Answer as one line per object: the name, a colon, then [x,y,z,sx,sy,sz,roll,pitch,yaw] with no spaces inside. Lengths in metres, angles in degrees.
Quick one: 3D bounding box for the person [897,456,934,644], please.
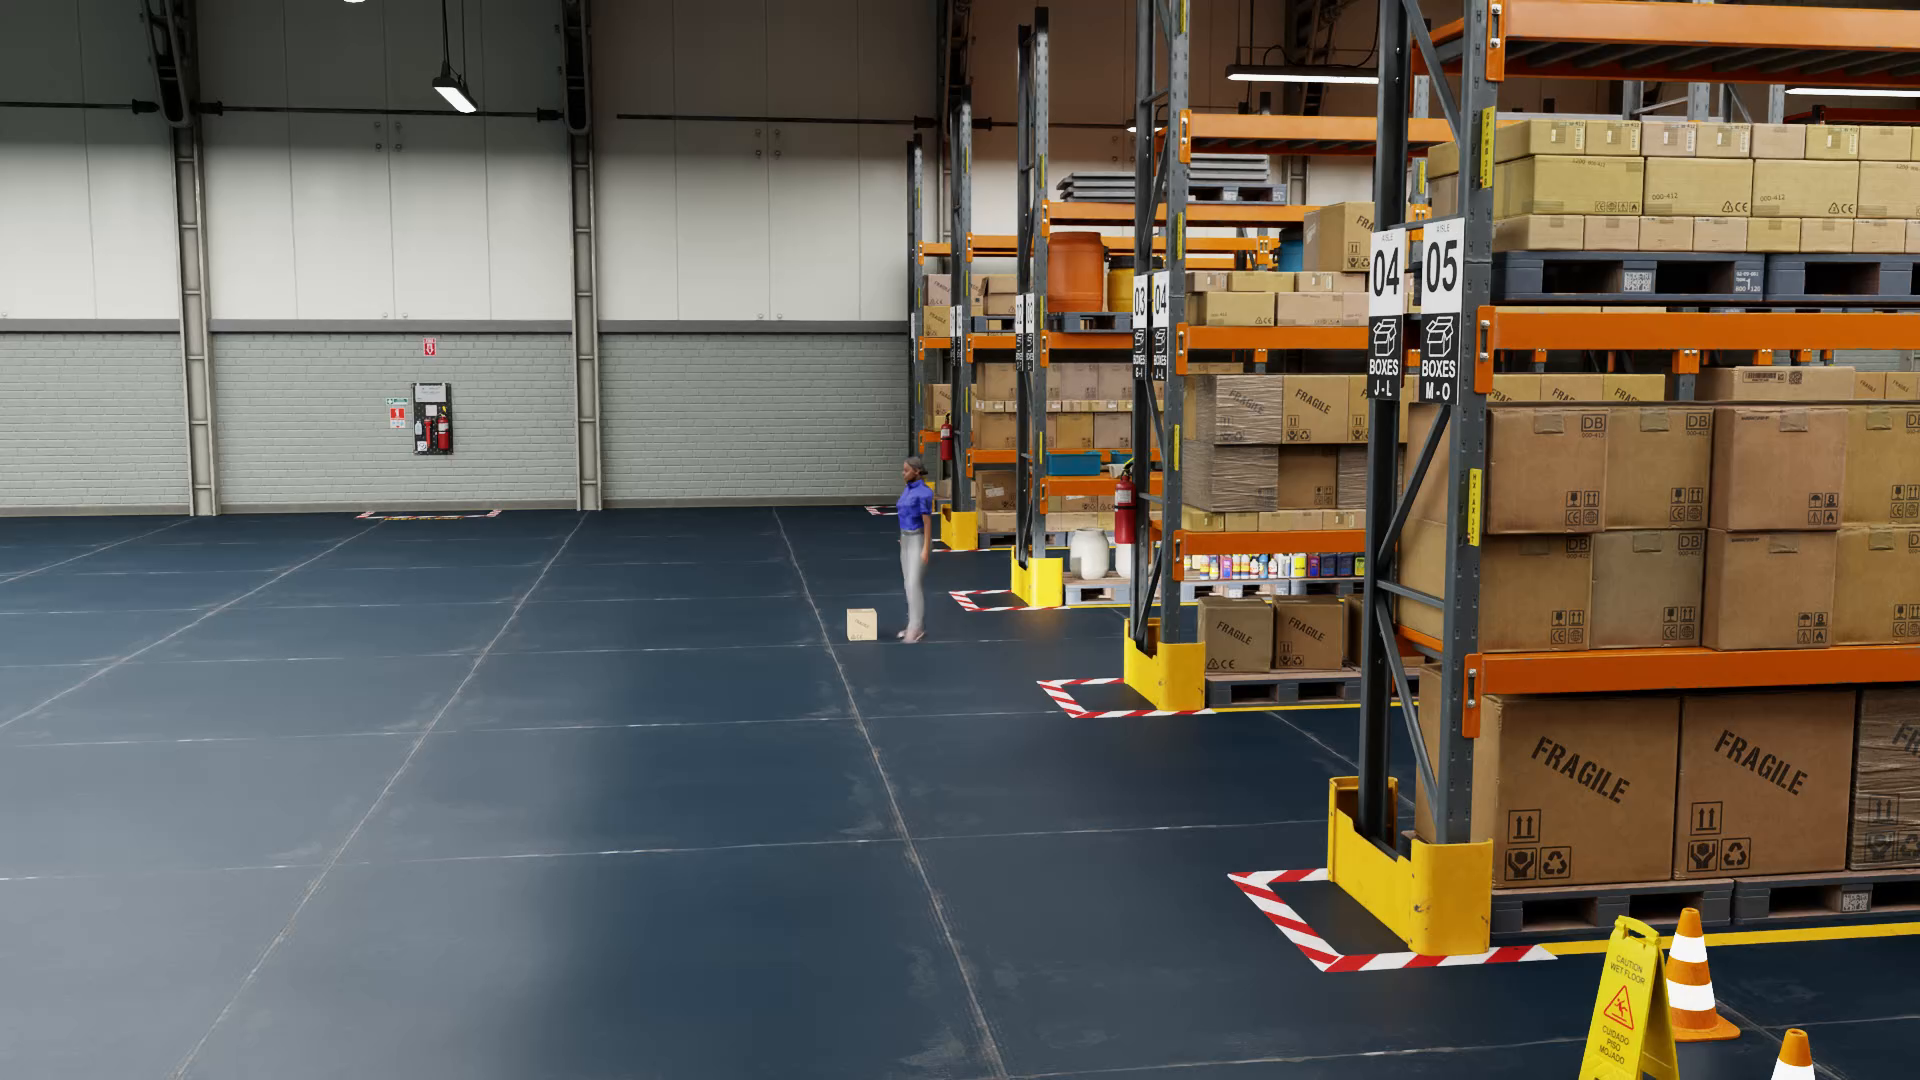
person: [-0.459,0.091,15.195,0.434,1.707,0.530,-3,7,-27]
